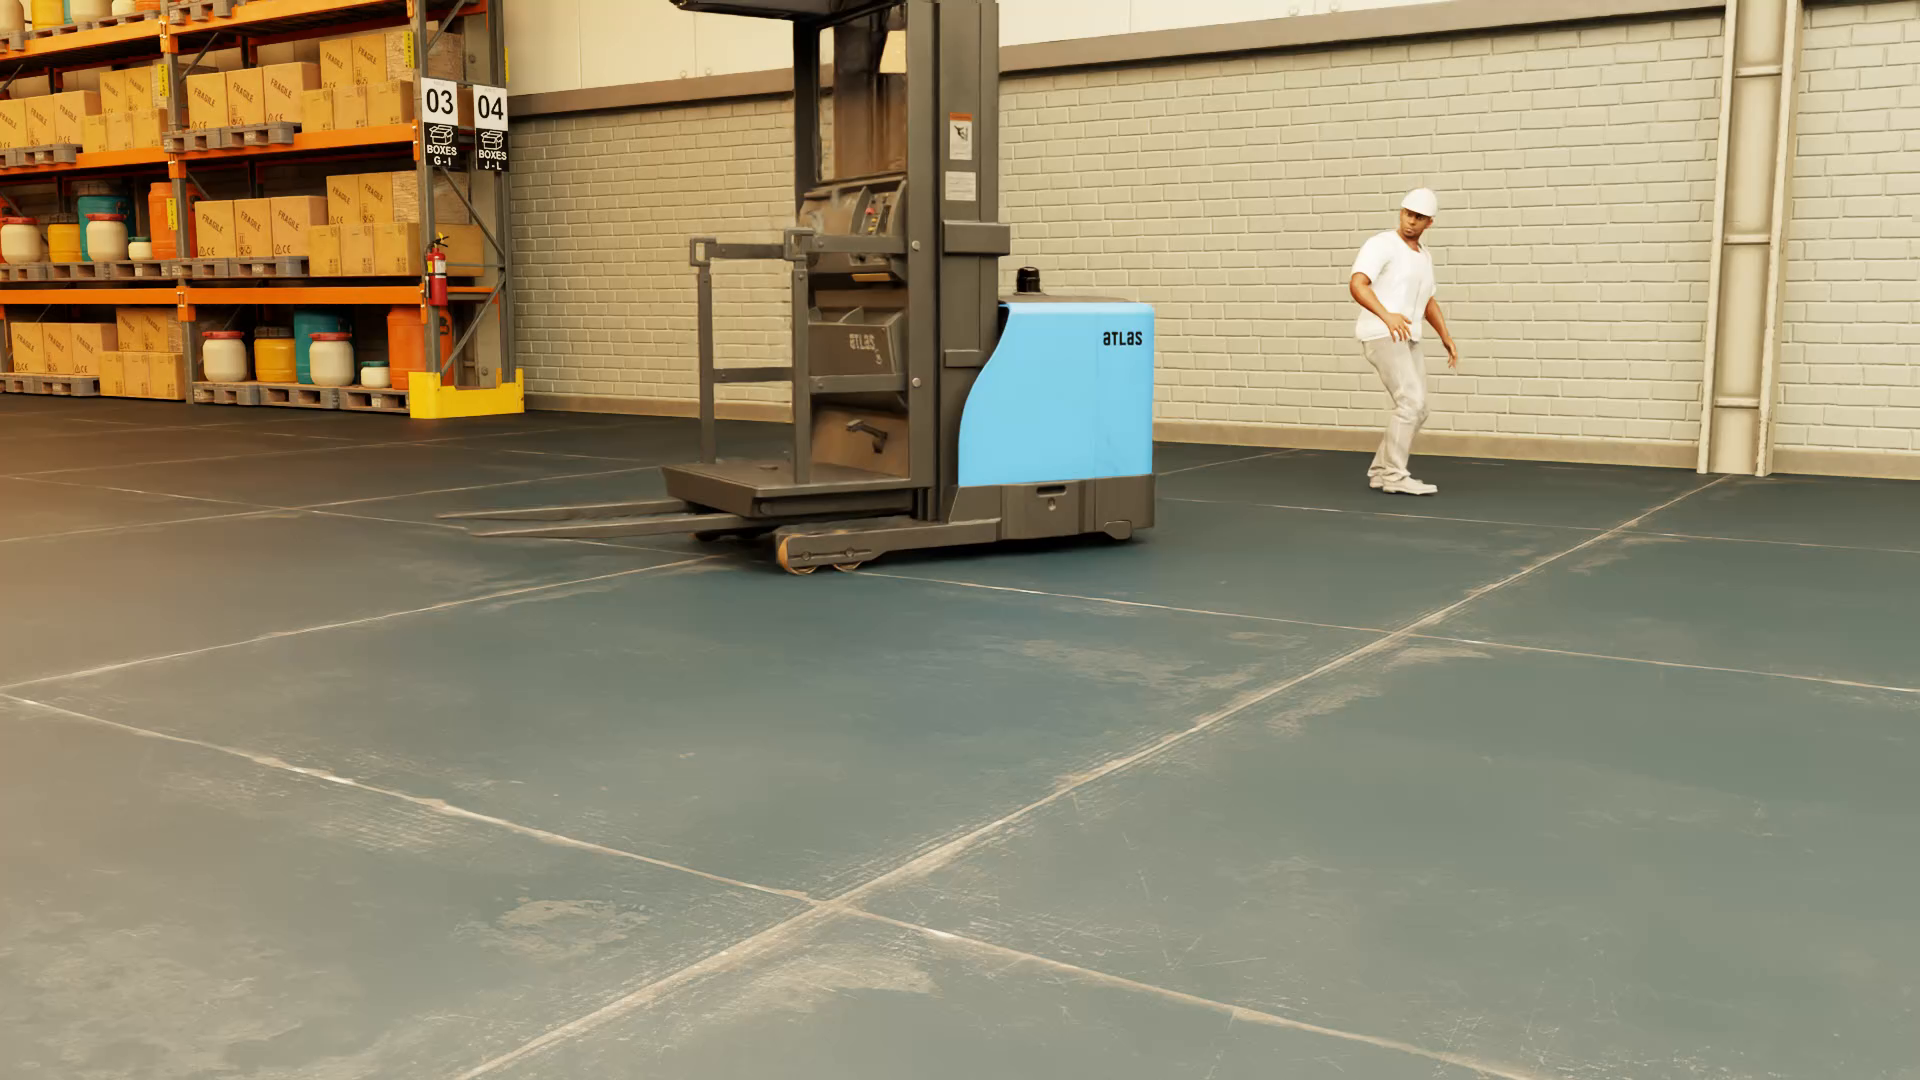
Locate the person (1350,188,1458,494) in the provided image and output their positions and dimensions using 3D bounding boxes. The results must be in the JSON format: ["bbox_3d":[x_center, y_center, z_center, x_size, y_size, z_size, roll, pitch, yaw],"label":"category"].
[{"bbox_3d":[2.567,-1.133,9.489,0.513,1.723,0.783,6,10,38],"label":"person"}]

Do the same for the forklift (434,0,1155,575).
[{"bbox_3d":[-0.651,-1.396,7.009,3.031,2.935,1.130,-5,9,-30],"label":"forklift"}]
